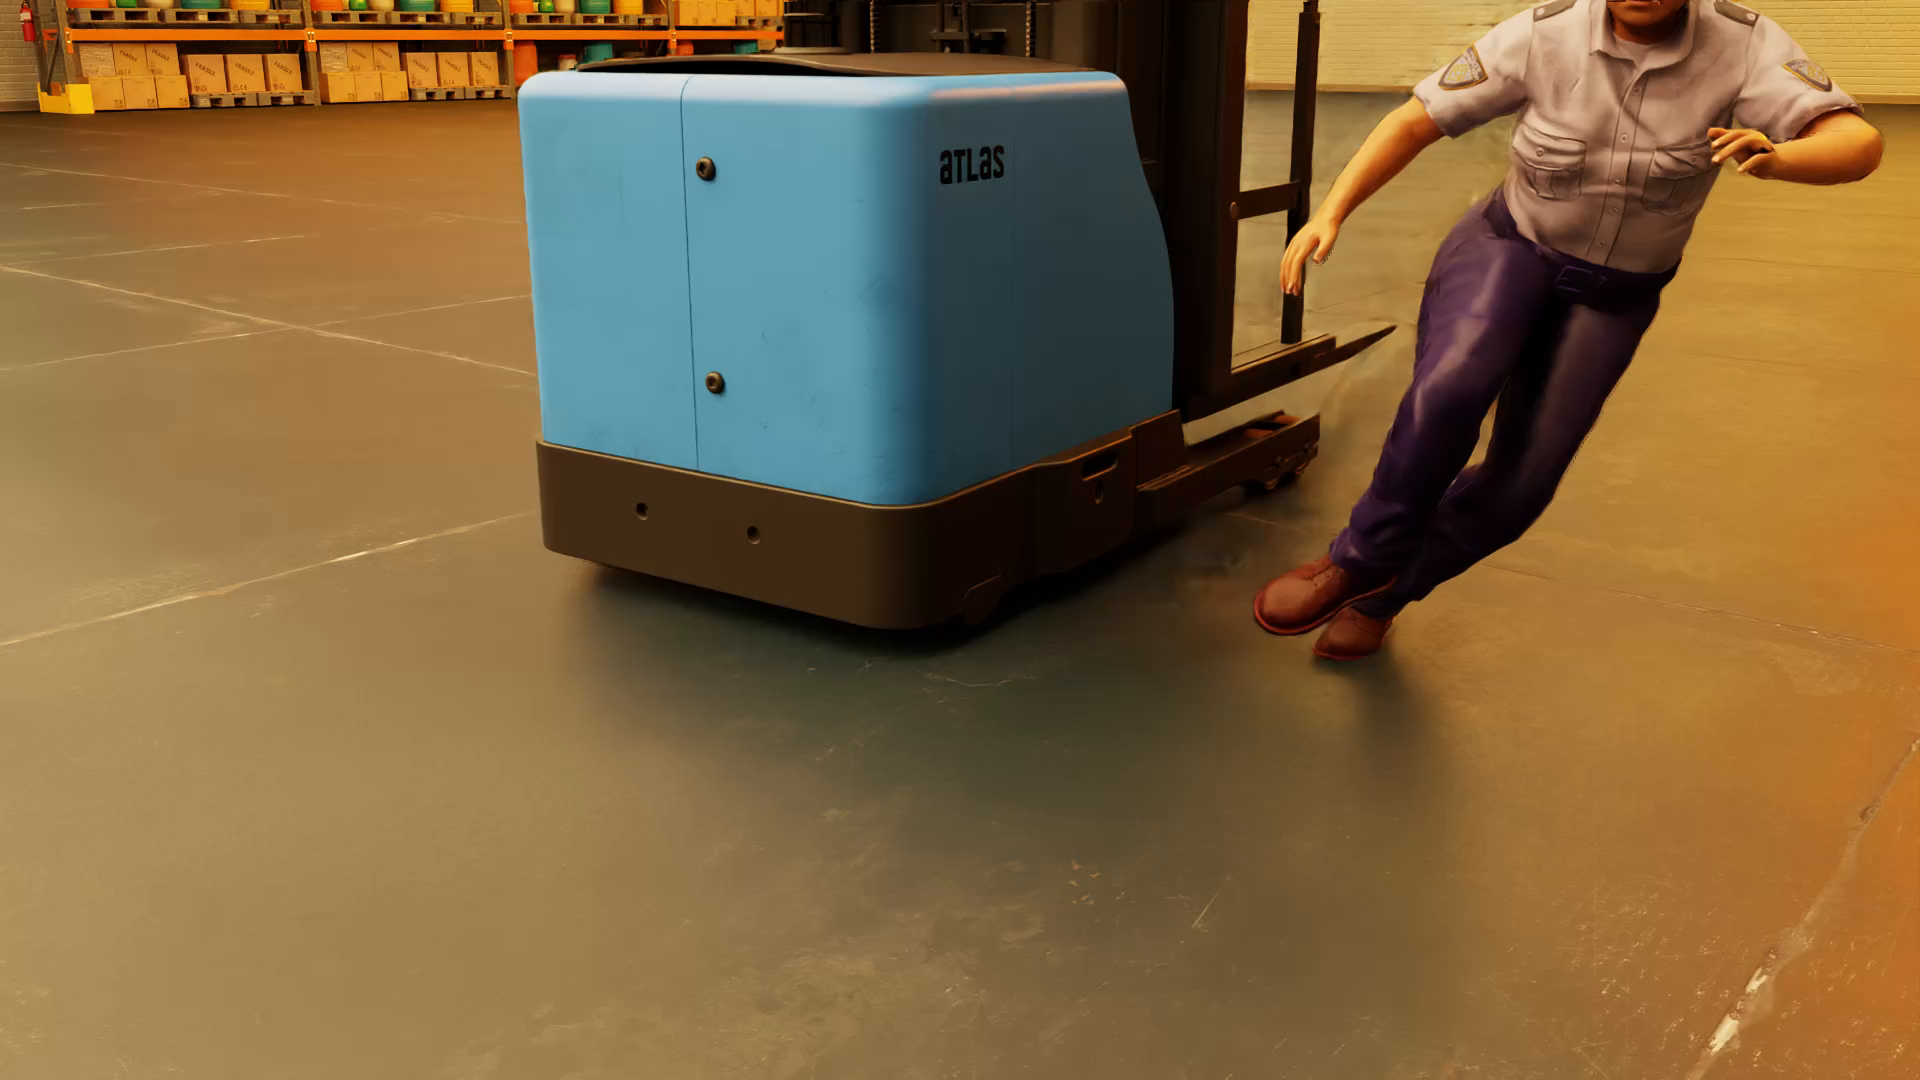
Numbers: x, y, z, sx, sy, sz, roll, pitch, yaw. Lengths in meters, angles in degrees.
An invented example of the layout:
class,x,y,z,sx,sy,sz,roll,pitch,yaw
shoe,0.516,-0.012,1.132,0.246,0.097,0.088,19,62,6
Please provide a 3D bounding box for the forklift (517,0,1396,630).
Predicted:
class,x,y,z,sx,sy,sz,roll,pitch,yaw
forklift,0.326,-1.600,4.168,1.130,2.935,3.031,11,20,33

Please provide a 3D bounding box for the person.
class,x,y,z,sx,sy,sz,roll,pitch,yaw
person,1.000,-0.401,2.881,0.915,1.430,0.859,2,17,7
